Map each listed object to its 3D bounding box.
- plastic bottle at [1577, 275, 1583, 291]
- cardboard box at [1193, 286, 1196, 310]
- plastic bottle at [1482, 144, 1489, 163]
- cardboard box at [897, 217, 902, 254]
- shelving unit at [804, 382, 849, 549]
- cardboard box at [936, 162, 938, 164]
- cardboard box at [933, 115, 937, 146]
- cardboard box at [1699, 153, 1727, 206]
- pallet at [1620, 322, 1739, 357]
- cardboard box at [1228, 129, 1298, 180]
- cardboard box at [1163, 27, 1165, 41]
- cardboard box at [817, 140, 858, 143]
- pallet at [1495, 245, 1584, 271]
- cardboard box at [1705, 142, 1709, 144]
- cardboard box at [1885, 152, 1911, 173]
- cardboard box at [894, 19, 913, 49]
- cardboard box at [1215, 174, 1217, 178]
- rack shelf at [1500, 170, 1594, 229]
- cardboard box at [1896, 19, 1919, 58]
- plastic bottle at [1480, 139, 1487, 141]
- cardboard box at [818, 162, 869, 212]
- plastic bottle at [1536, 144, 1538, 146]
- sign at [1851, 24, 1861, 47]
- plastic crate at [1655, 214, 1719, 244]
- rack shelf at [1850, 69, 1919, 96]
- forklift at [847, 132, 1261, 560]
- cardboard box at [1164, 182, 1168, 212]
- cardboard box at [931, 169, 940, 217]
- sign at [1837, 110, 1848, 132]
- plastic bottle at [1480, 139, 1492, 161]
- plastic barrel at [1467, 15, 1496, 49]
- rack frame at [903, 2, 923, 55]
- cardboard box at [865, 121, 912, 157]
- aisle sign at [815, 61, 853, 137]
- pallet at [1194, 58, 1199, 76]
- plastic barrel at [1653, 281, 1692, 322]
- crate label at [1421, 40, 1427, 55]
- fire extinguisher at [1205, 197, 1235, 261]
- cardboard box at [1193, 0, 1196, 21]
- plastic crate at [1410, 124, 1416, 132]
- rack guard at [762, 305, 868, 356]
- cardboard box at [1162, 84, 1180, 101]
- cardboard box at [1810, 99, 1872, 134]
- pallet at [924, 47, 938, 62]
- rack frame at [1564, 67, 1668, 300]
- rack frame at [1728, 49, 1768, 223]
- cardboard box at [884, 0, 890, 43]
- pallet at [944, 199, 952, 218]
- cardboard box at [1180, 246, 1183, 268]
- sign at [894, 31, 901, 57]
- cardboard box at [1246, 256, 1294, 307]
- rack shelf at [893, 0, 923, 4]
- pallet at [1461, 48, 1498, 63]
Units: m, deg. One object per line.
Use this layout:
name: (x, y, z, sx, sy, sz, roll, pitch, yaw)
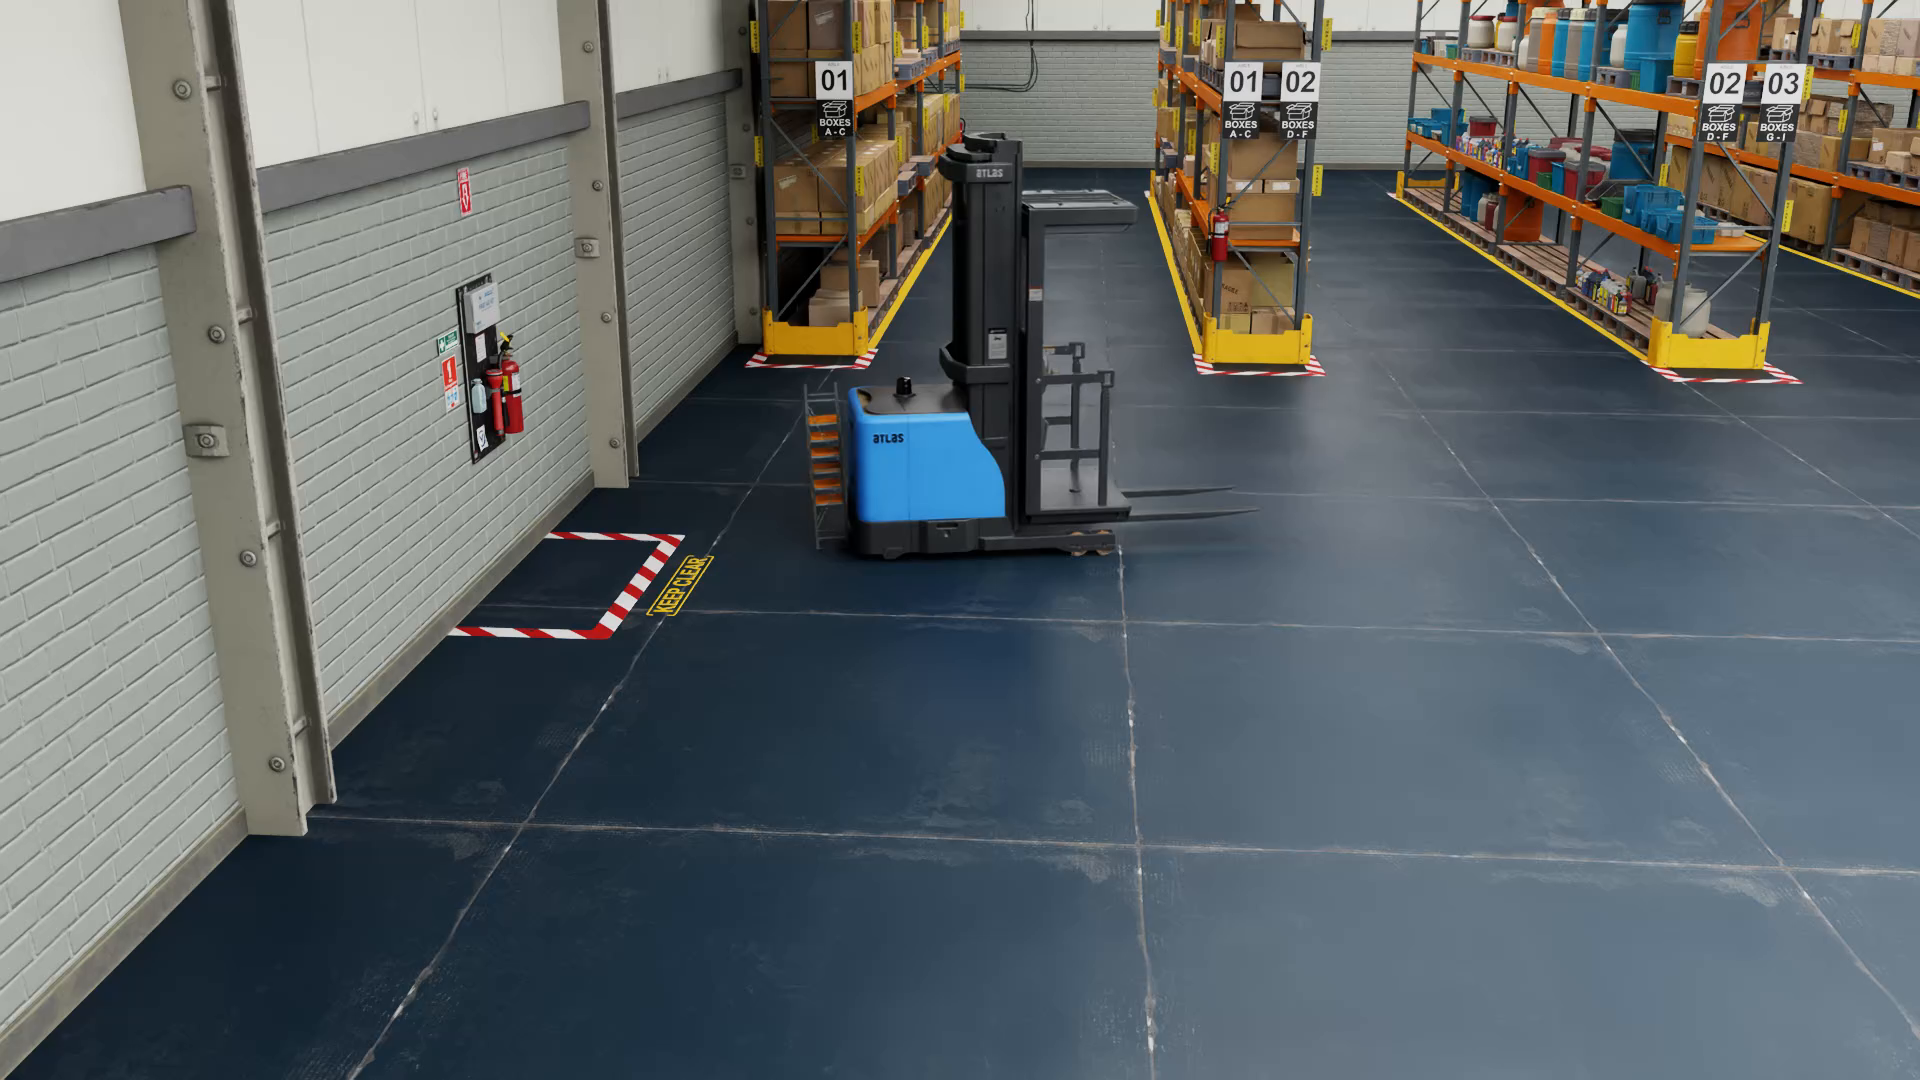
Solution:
plastic bottle: (8.054, -3.327, 21.547, 0.097, 0.201, 0.097, 0, 18, 0)
cardboard box: (3.133, -2.970, 20.412, 0.500, 0.250, 0.500, 1, 18, 4)
plastic bottle: (8.493, -6.246, 26.854, 0.061, 0.283, 0.133, 1, 18, 4)
cardboard box: (-1.234, -4.516, 24.696, 0.700, 0.500, 0.500, 1, 18, 4)
shelving unit: (-0.972, -0.539, 12.121, 0.258, 1.200, 0.189, -4, 18, -4)
cardboard box: (-0.387, -7.089, 31.538, 0.380, 0.149, 0.250, 1, 18, 2)
cardboard box: (-0.671, -6.854, 27.853, 0.500, 0.500, 0.500, 2, 18, 5)
cardboard box: (14.226, -6.615, 30.533, 0.875, 0.875, 0.875, 1, 18, 4)
pallet: (8.256, -2.278, 19.036, 1.003, 0.211, 1.213, 1, 18, 4)
cardboard box: (3.344, -4.263, 18.373, 0.700, 0.500, 0.500, 1, 18, 4)
cardboard box: (4.032, -9.380, 30.852, 0.500, 0.250, 0.500, 1, 18, 4)
cardboard box: (-1.603, -4.943, 21.696, 0.500, 0.500, 0.500, 1, 18, 3)
pallet: (8.713, -4.246, 25.043, 1.003, 0.211, 1.213, 1, 18, 4)
cardboard box: (13.822, -7.325, 30.363, 0.380, 0.149, 0.250, 1, 18, 3)
cardboard box: (13.398, -5.313, 23.388, 0.500, 0.250, 0.500, 1, 18, 2)
cardboard box: (-1.097, -7.863, 25.919, 0.700, 0.500, 0.500, 0, 18, 0)
cardboard box: (3.240, -4.399, 19.827, 0.380, 0.149, 0.250, 1, 18, 3)
rack shelf: (8.664, -4.848, 23.556, 1.077, 0.370, 4.000, 1, 18, 4)
cardboard box: (13.389, -6.957, 23.057, 0.500, 0.500, 0.500, 1, 18, 2)
plastic bottle: (8.767, -6.568, 27.850, 0.152, 0.276, 0.135, 1, 18, 4)
cardboard box: (-1.313, -3.984, 18.768, 0.500, 0.500, 0.500, 1, 18, 4)
plastic bottle: (9.290, -6.241, 26.838, 0.061, 0.283, 0.133, 1, 18, 4)
sign: (13.195, -7.424, 24.488, 0.100, 0.325, 0.005, 1, 18, 4)
plastic crate: (7.972, -3.418, 18.275, 0.499, 0.251, 0.616, 1, 18, 4)
rack shelf: (13.605, -6.163, 22.752, 1.077, 0.370, 4.000, 1, 18, 4)
forklift: (0.698, -1.443, 12.121, 3.031, 2.935, 1.130, -3, 18, -8)
cardboard box: (3.876, -6.041, 29.351, 0.500, 0.500, 0.500, 0, 18, 1)
cardboard box: (-0.765, -5.972, 28.608, 0.750, 0.750, 0.750, 2, 18, 6)
sign: (13.194, -6.262, 24.857, 0.100, 0.325, 0.005, 1, 18, 4)
plastic bottle: (8.546, -6.326, 26.992, 0.144, 0.351, 0.185, 1, 18, 4)
plastic barrel: (8.807, -8.585, 28.096, 0.433, 0.535, 0.433, 0, 18, 0)
rack frame: (-1.074, -8.883, 25.081, 1.000, 3.000, 0.127, 1, 18, 4)
cardboard box: (-1.098, -6.143, 25.485, 0.700, 0.500, 0.500, -1, 18, -3)
aisle sign: (-1.353, -4.754, 17.939, 0.394, 0.787, 0.004, 1, 18, 4)
pallet: (3.831, -6.698, 23.534, 1.003, 0.211, 1.213, 2, 18, 6)
plastic barrel: (8.241, -2.705, 19.183, 0.421, 0.512, 0.421, 0, 18, 0)
crate label: (8.993, -9.371, 31.626, 0.408, 0.251, 0.502, 1, 18, 4)
fire extinguisher: (2.822, -3.375, 18.030, 0.296, 0.674, 0.183, 1, 18, 4)
cardboard box: (3.978, -8.323, 26.423, 0.500, 0.500, 0.500, 1, 18, 4)
plastic crate: (8.930, -8.032, 32.444, 0.250, 0.136, 0.298, 1, 18, 4)
rack guard: (-1.642, -2.383, 18.893, 1.175, 0.500, 0.348, 1, 18, 4)
cardboard box: (4.003, -8.166, 30.762, 0.500, 0.500, 0.500, 1, 18, 4)
cardboard box: (13.866, -6.654, 26.140, 0.797, 0.503, 0.637, 2, 18, 5)
pallet: (-0.804, -8.323, 28.497, 0.805, 0.209, 1.217, 1, 18, 2)
rack frame: (8.521, -4.569, 21.549, 1.000, 3.000, 0.127, 1, 18, 4)
rack frame: (14.035, -6.943, 28.794, 1.000, 3.000, 0.127, 1, 18, 4)
cardboard box: (-1.155, -6.414, 20.566, 0.500, 0.500, 0.500, 2, 18, 7)
pallet: (-0.655, -6.184, 30.956, 1.003, 0.211, 1.213, 1, 18, 4)
cardboard box: (3.395, -4.025, 23.629, 0.500, 0.250, 0.500, 2, 18, 5)
sign: (-0.819, -6.451, 21.646, 0.100, 0.325, 0.005, 1, 18, 4)
cardboard box: (3.588, -3.004, 19.311, 0.500, 0.500, 0.500, 1, 18, 4)
rack shelf: (-1.217, -7.730, 23.359, 1.077, 0.370, 4.000, 1, 18, 4)
pallet: (9.136, -8.143, 27.944, 1.213, 0.211, 1.003, 1, 18, 4)
